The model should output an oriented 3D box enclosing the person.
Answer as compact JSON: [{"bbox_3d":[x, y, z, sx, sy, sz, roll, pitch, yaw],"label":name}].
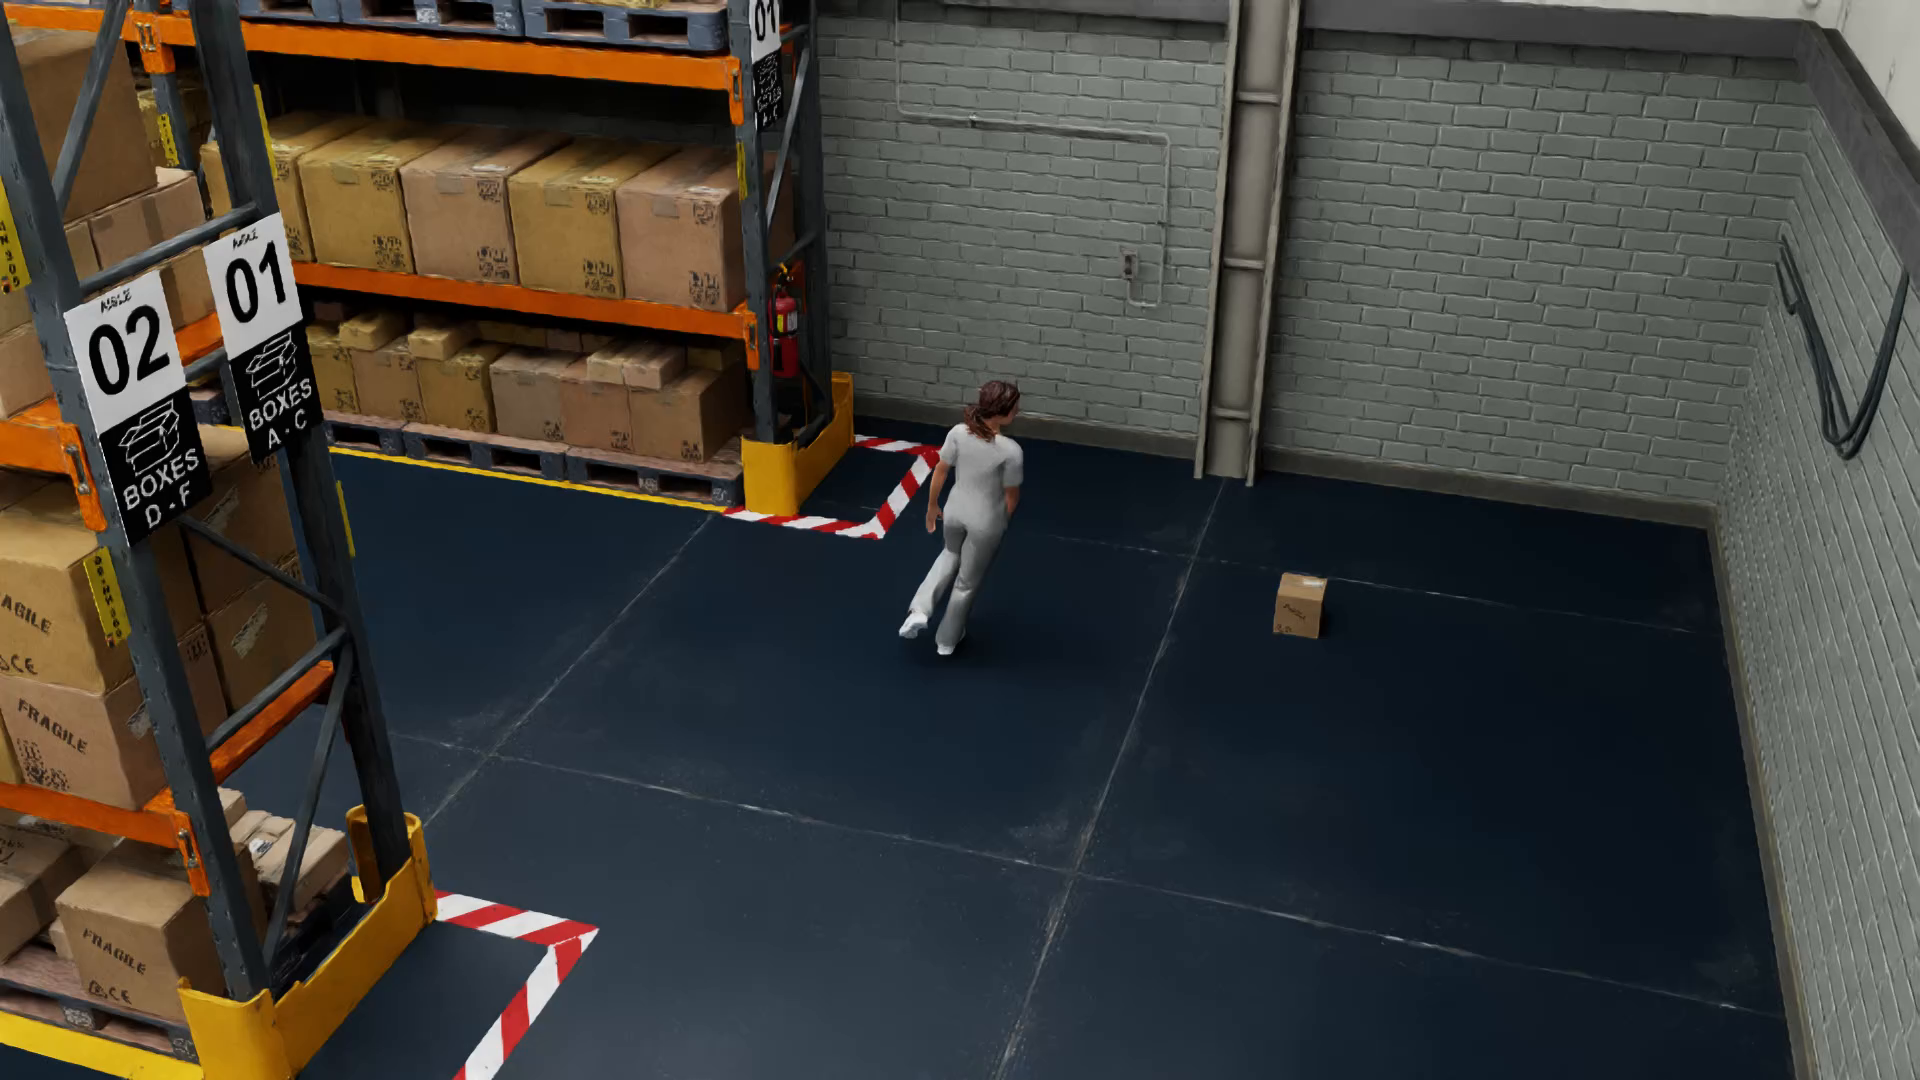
[{"bbox_3d":[0.025,-0.099,8.681,0.650,1.644,0.499,16,33,26],"label":"person"}]
